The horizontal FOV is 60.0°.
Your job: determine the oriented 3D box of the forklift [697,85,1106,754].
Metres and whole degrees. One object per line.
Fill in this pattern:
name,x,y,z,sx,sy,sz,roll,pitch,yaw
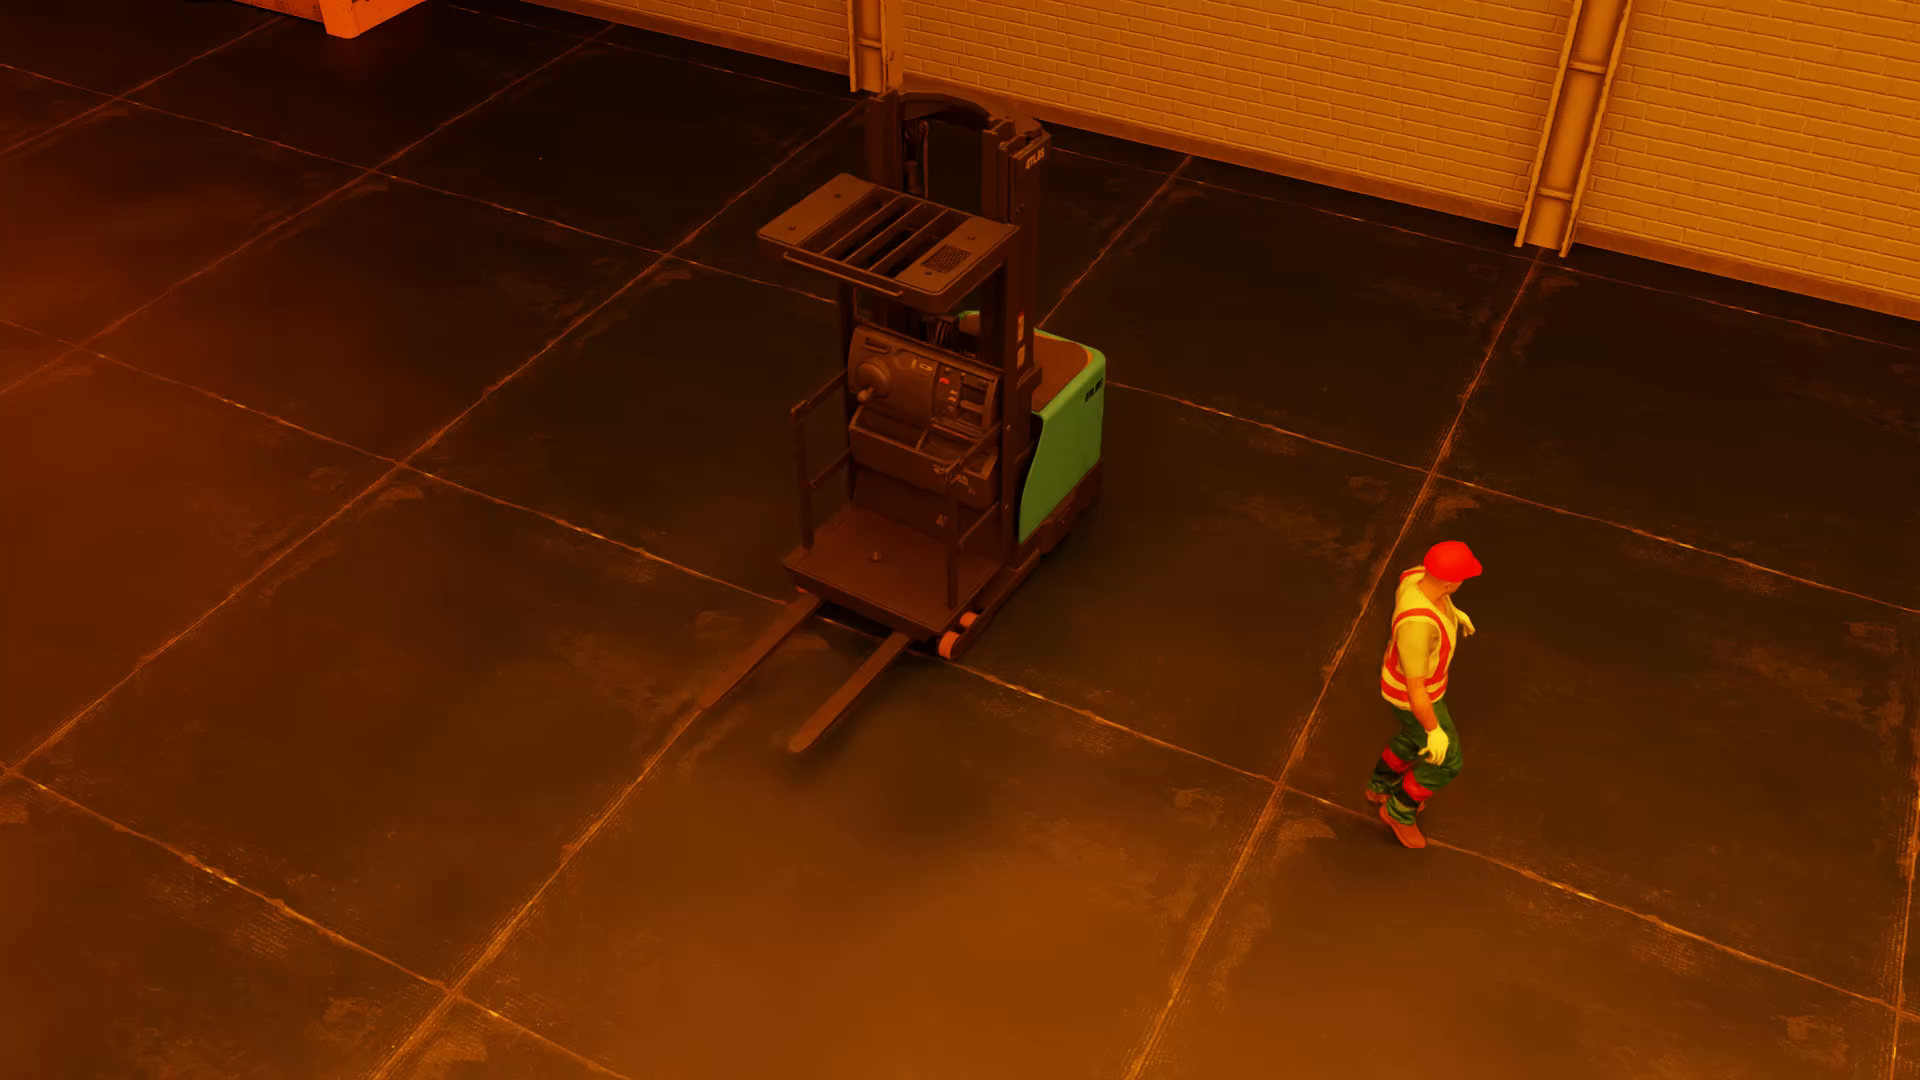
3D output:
forklift,-0.320,-0.786,8.919,1.130,2.935,3.031,22,45,24

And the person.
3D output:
person,2.271,0.710,8.075,0.483,1.786,0.898,13,42,14
